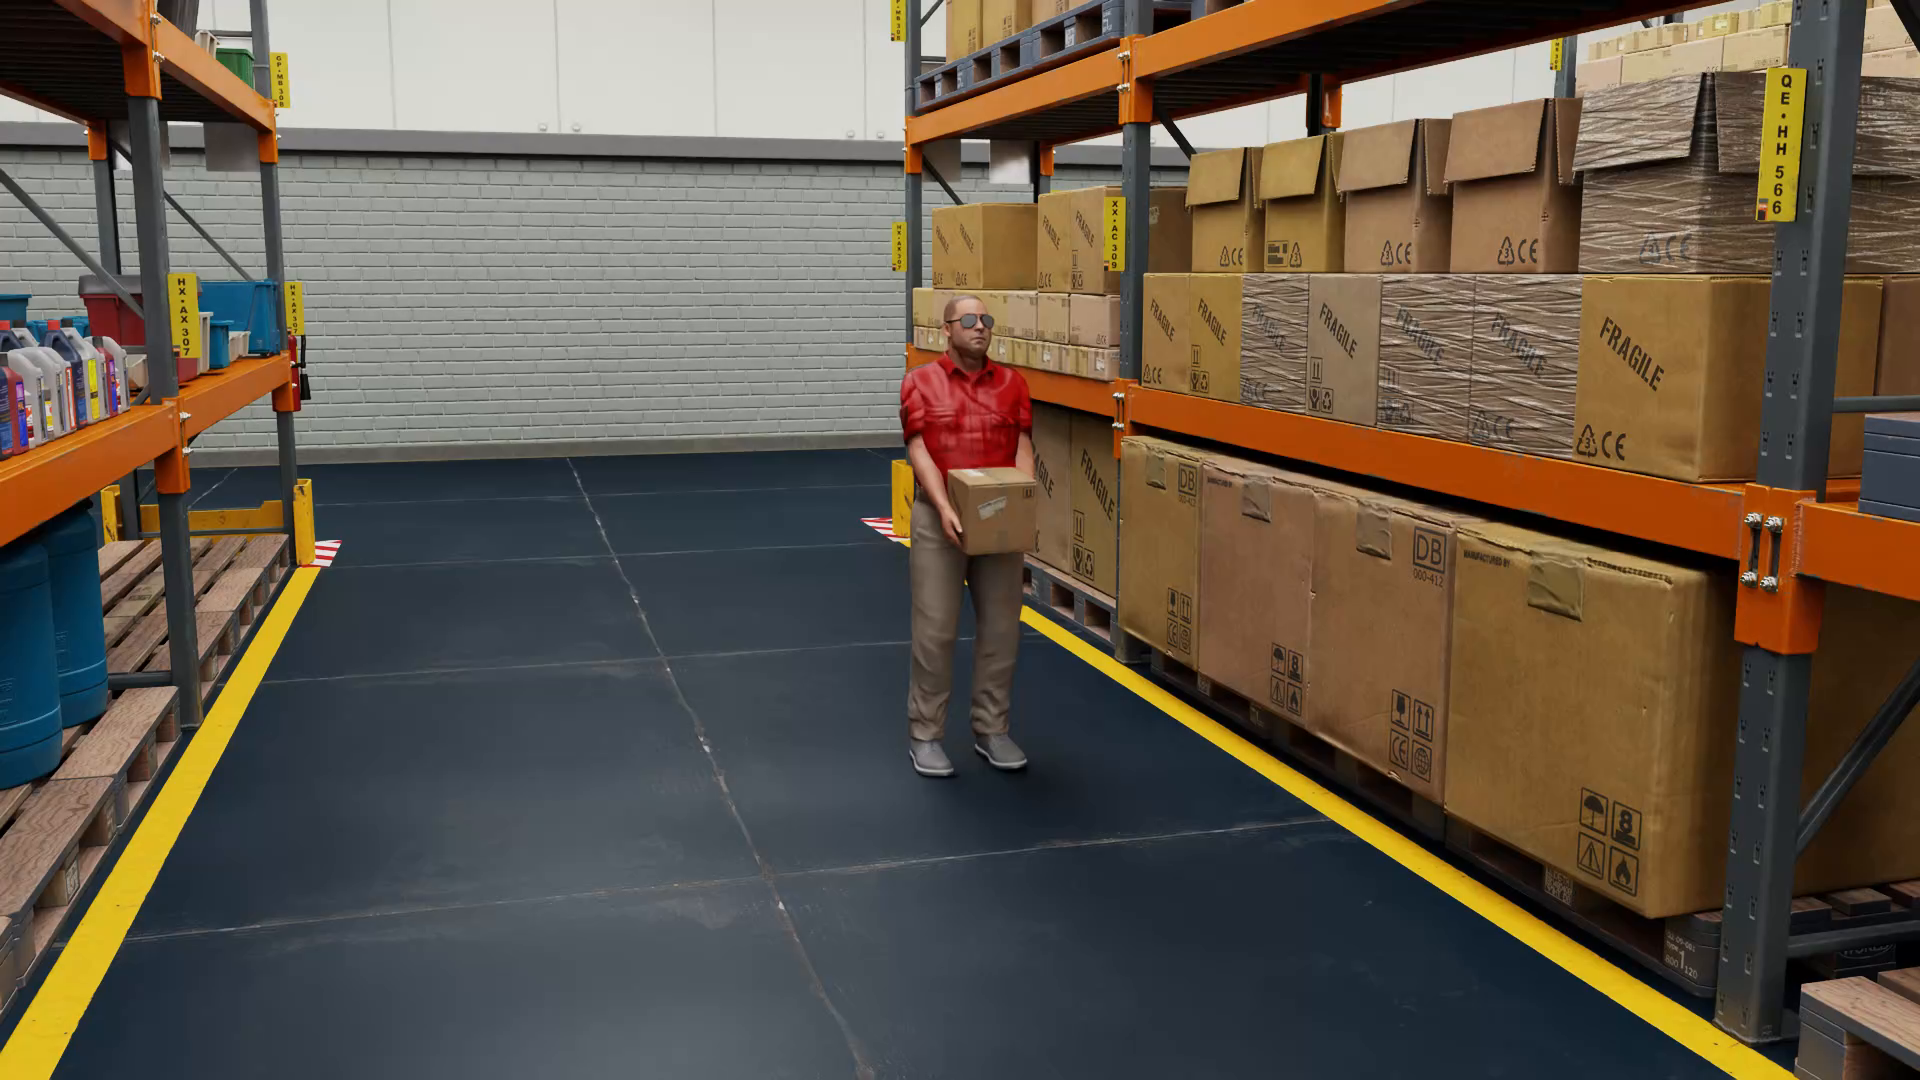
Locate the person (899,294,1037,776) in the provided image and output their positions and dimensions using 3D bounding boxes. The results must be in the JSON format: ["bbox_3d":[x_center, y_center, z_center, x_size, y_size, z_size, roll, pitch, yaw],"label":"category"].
[{"bbox_3d":[0.063,-0.019,6.042,0.503,1.725,0.529,-3,10,-18],"label":"person"}]
